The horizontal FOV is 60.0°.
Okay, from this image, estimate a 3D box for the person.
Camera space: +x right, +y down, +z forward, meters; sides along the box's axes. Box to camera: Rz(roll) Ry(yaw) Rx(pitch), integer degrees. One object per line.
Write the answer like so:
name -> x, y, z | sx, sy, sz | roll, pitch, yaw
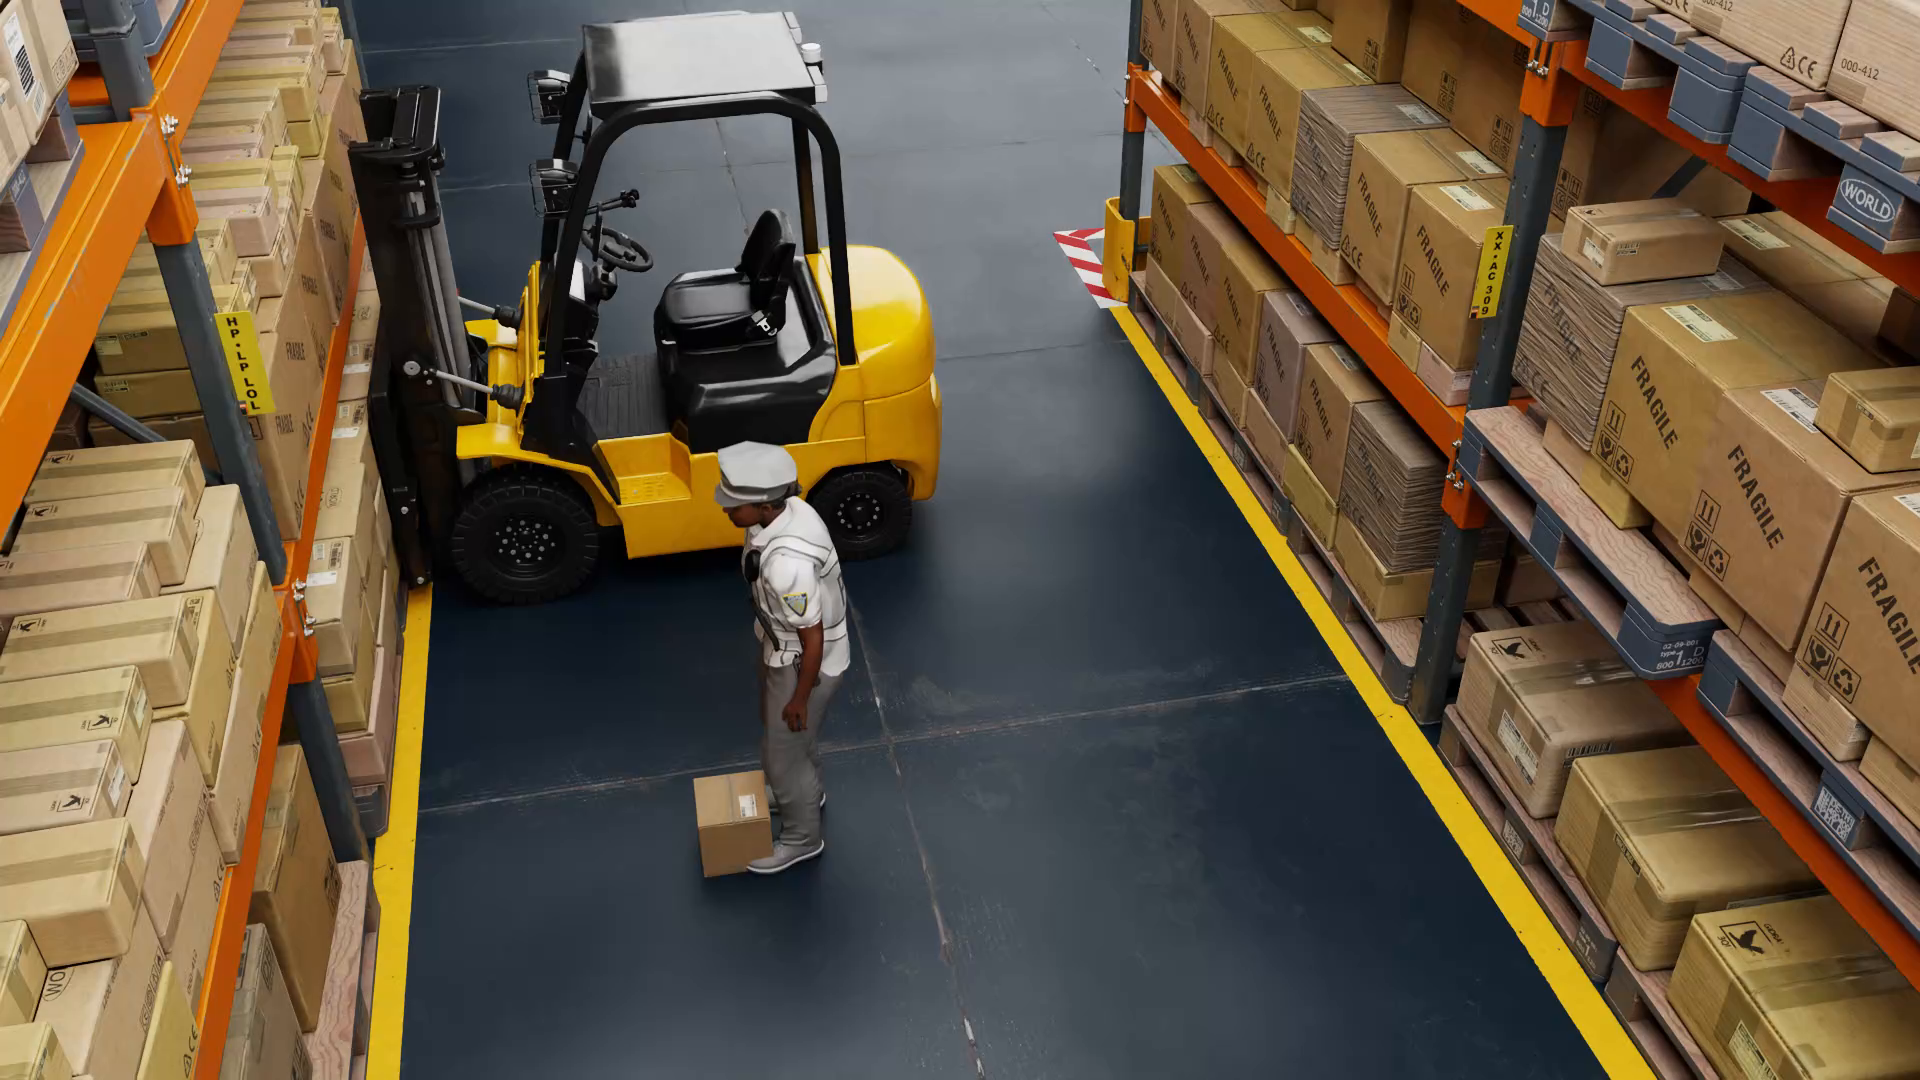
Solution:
person -> -0.591, 0.396, 5.570 | 0.428, 1.658, 0.527 | -9, 36, -13
